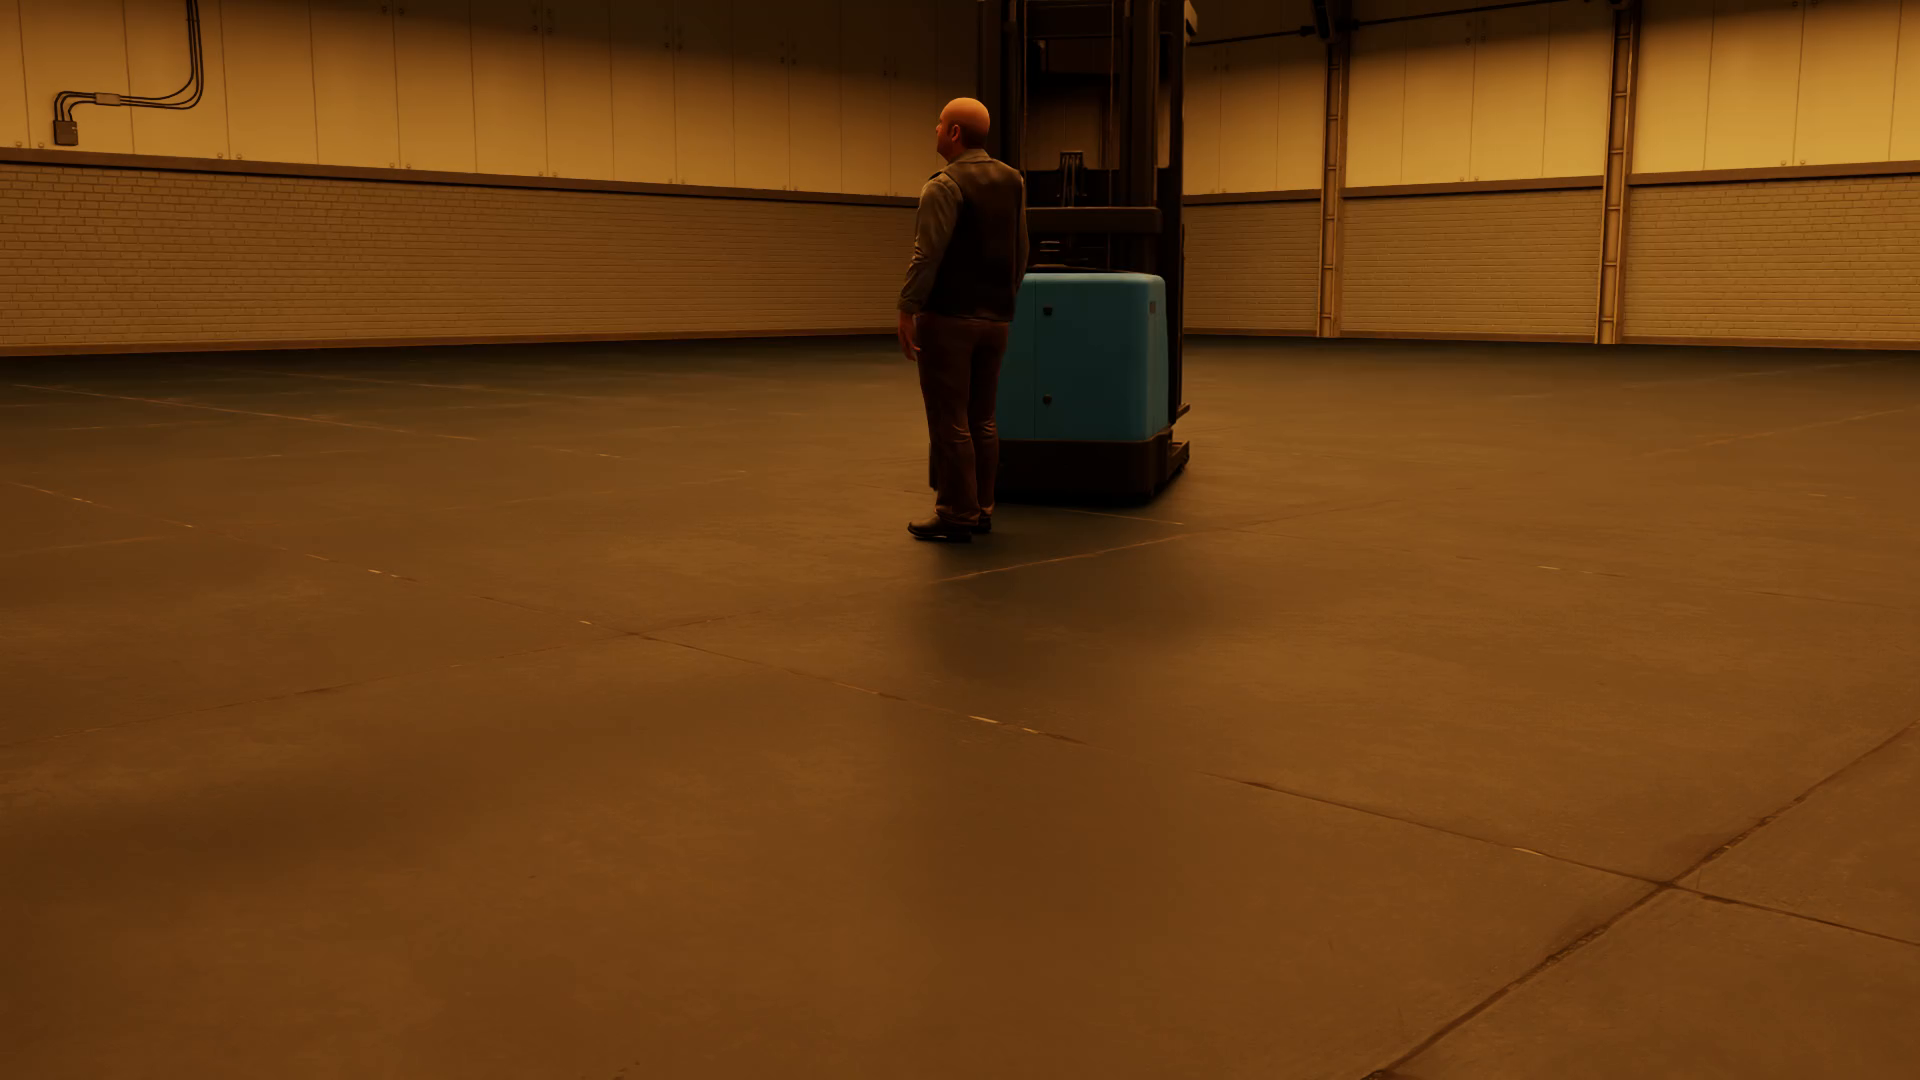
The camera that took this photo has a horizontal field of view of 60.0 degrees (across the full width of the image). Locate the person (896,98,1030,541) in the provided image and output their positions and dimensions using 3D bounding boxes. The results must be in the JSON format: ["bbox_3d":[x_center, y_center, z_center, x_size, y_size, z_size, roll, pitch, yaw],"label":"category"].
[{"bbox_3d":[-0.040,-0.866,6.636,0.566,1.722,0.633,8,12,43],"label":"person"}]

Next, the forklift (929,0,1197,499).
[{"bbox_3d":[0.679,-1.825,8.993,1.130,2.935,3.031,2,9,13],"label":"forklift"}]
